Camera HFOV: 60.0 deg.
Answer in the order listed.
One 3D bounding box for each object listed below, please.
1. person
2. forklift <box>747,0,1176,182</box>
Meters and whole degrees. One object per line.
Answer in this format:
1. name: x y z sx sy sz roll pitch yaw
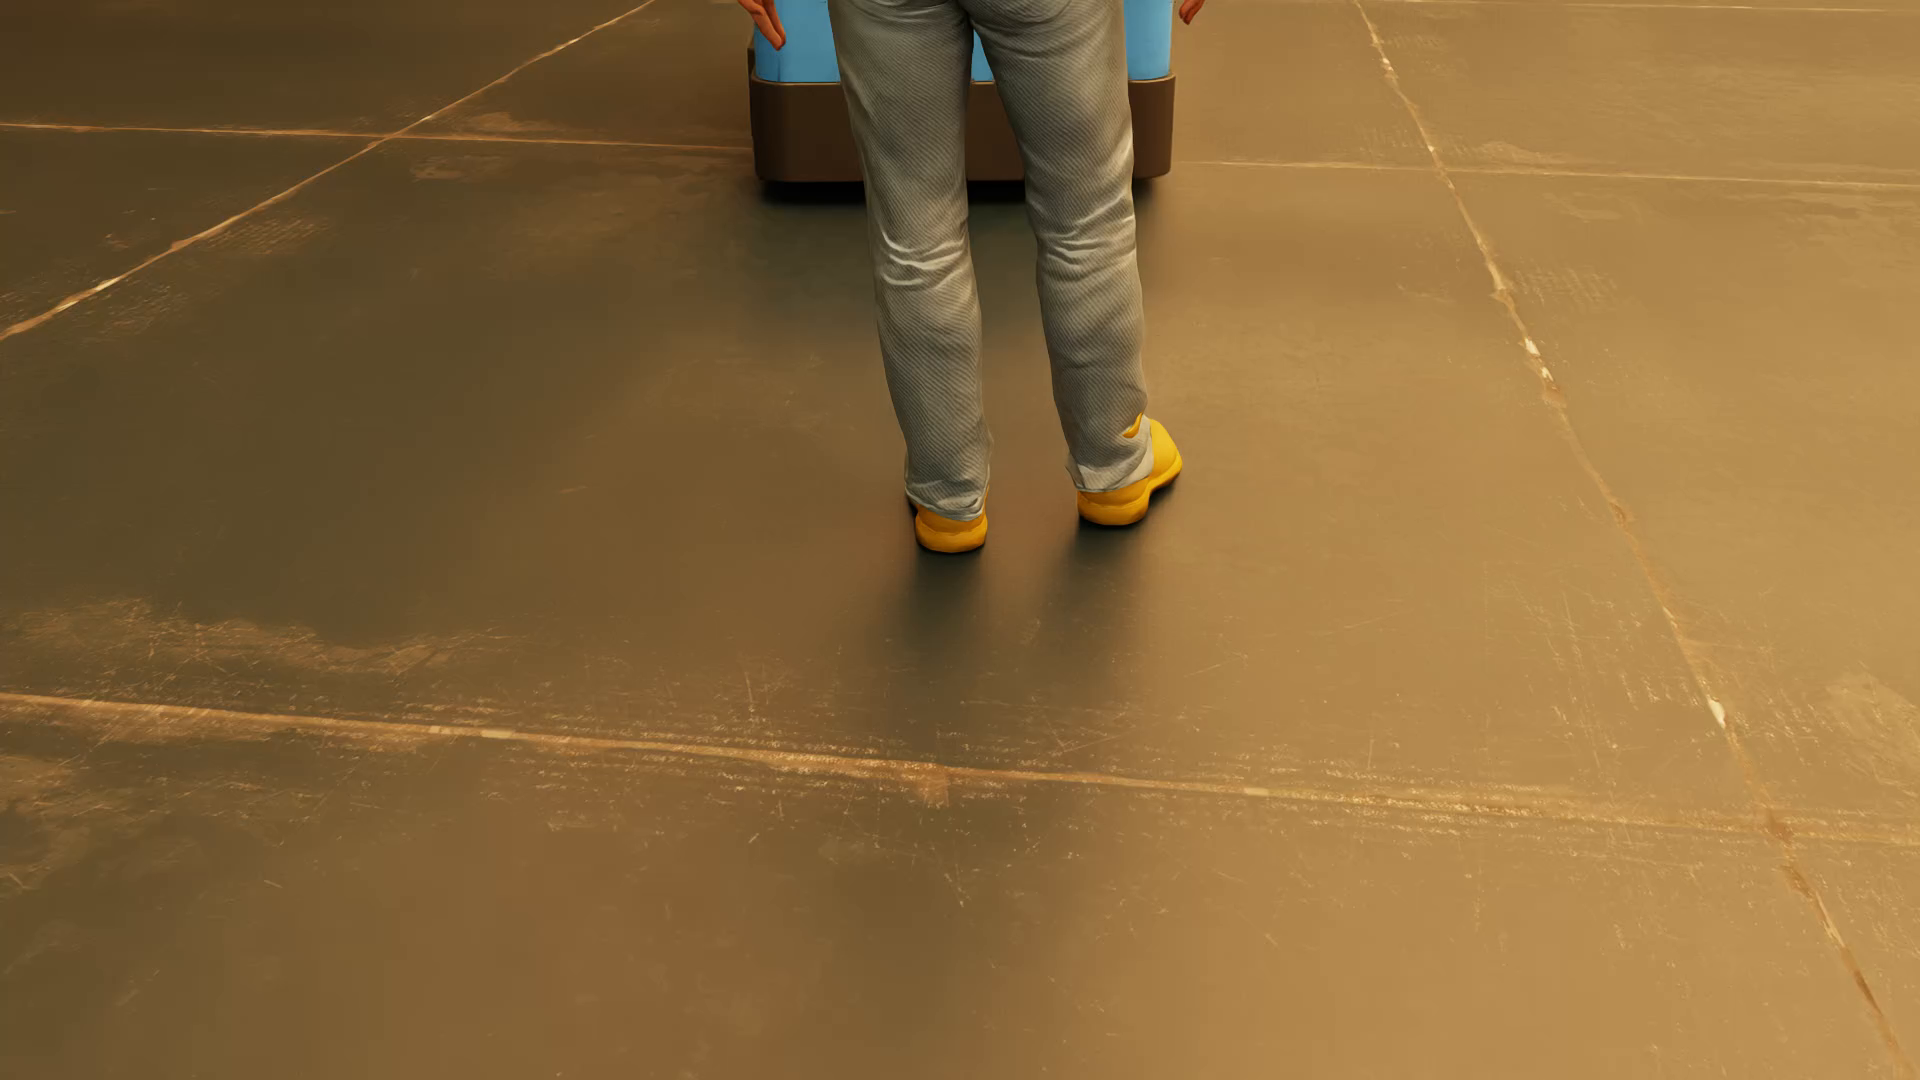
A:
1. person: 0.015 -0.827 2.164 0.665 1.768 0.575 3 27 7
2. forklift: -0.039 -2.812 4.854 1.130 2.935 3.031 -1 27 -2
